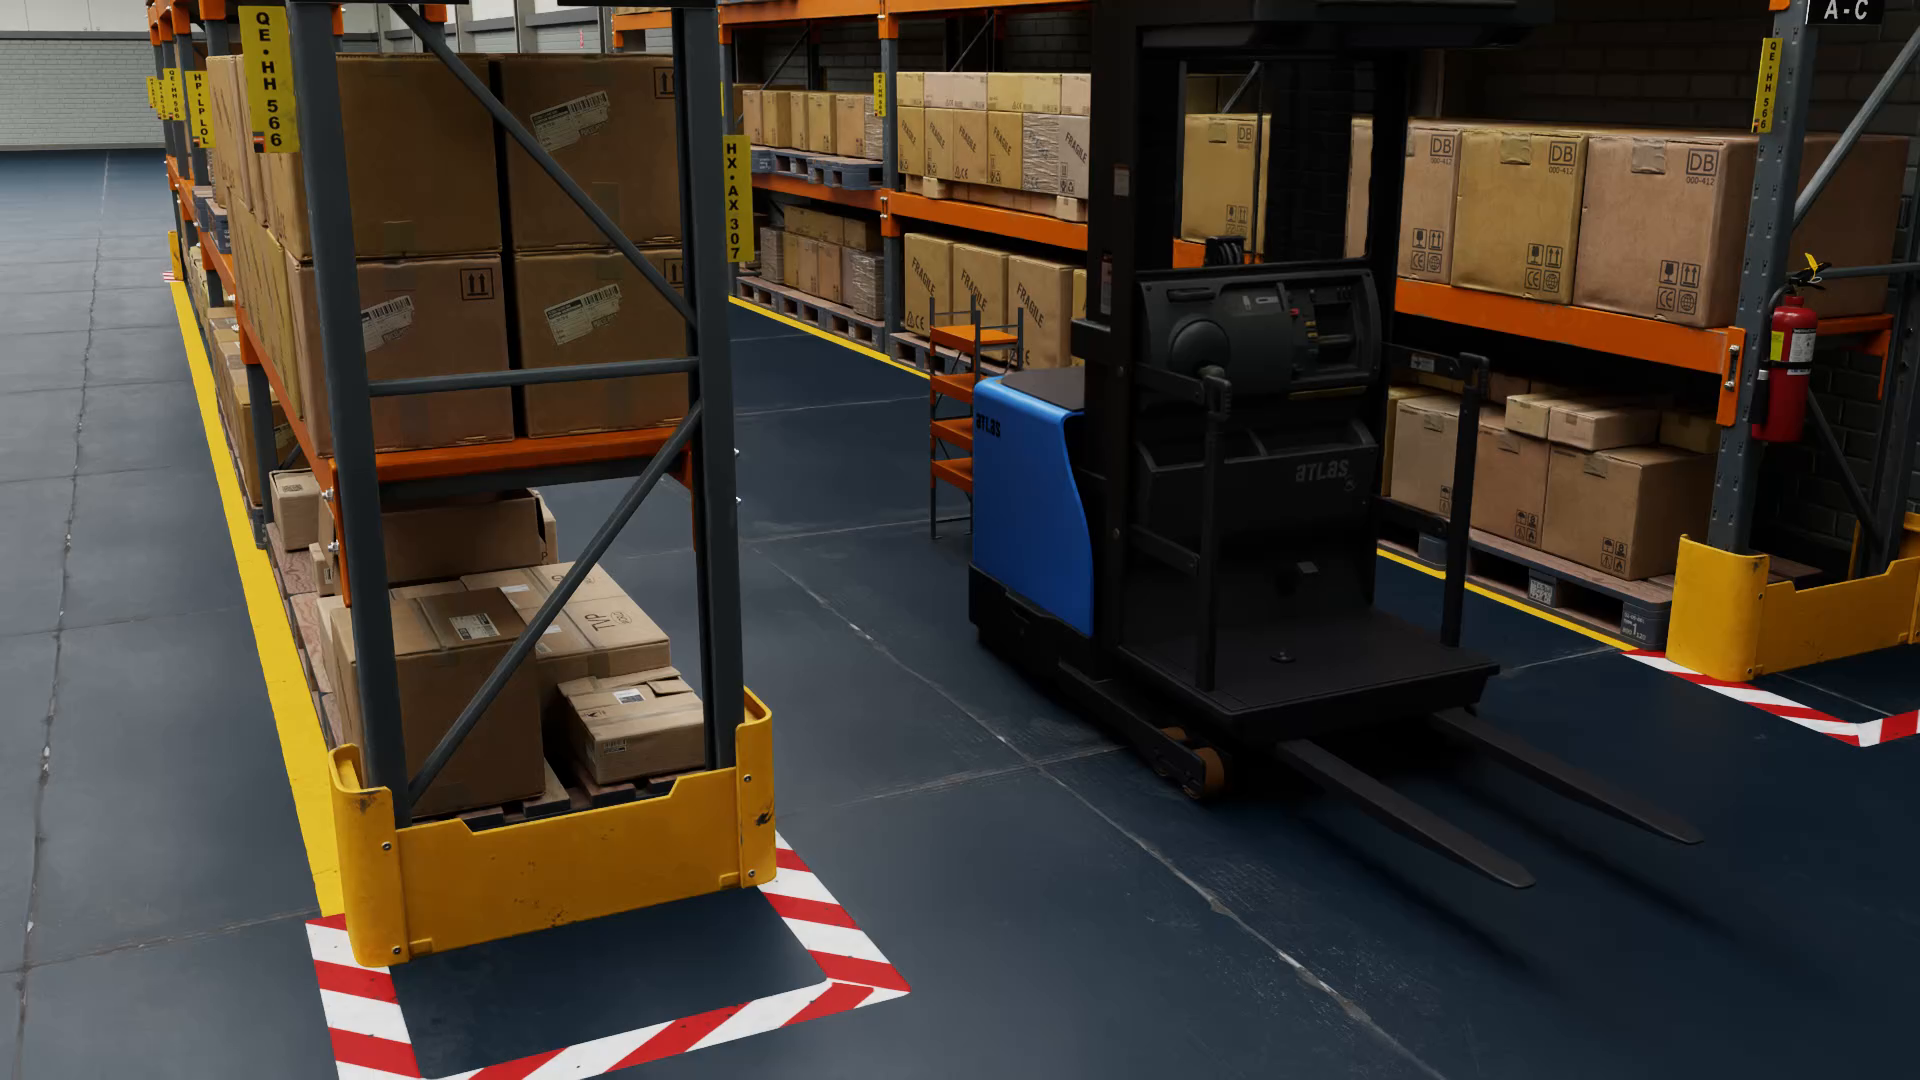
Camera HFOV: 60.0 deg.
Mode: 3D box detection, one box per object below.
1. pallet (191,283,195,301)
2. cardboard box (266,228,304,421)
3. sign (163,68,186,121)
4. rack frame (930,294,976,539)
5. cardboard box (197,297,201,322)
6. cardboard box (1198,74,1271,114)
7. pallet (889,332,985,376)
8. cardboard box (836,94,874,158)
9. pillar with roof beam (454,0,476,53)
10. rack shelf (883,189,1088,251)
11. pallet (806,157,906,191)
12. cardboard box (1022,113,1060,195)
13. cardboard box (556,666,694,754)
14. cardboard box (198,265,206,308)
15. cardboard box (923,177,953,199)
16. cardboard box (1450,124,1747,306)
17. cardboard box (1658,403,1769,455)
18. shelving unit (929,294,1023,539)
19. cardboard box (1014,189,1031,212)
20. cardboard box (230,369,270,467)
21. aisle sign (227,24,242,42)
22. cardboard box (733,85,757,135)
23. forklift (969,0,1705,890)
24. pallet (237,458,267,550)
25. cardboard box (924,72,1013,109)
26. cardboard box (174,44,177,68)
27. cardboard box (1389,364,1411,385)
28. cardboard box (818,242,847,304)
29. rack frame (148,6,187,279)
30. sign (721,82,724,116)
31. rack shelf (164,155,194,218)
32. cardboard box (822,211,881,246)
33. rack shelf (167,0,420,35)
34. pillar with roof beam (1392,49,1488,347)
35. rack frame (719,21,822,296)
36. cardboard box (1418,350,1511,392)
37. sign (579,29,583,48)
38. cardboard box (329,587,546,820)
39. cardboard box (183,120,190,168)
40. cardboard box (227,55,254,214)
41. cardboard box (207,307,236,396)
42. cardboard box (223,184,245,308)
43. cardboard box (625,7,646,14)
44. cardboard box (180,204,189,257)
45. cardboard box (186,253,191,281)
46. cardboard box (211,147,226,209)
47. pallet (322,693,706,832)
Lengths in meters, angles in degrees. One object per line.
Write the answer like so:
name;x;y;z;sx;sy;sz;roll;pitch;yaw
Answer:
pallet;-7.186;-2.551;16.757;1.003;0.211;1.213;-8;18;-25
cardboard box;-1.751;-0.665;4.948;0.500;0.500;0.500;-7;18;-24
sign;-5.082;-2.883;10.759;0.100;0.325;0.005;-8;18;-25
rack frame;-0.034;-0.596;8.153;0.240;1.200;0.015;-8;18;-25
cardboard box;-6.160;-2.009;14.038;0.500;0.250;0.500;-7;18;-24
cardboard box;1.652;-2.709;10.135;0.500;0.250;0.500;-7;17;-23
pallet;0.145;-1.449;12.916;1.003;0.211;1.213;-8;18;-25
cardboard box;-0.617;-3.504;14.044;0.700;0.500;0.500;-10;19;-30
pillar with roof beam;-14.309;-11.735;32.829;9.100;9.000;0.400;-8;18;-25
rack shelf;0.743;-2.152;11.616;1.077;0.370;4.000;-8;18;-25
pallet;-0.541;-3.065;13.842;1.213;0.211;1.003;-8;18;-25
cardboard box;0.746;-2.537;10.898;0.500;0.500;0.500;-8;18;-25
cardboard box;-1.064;0.533;5.296;0.380;0.166;0.250;-8;18;-25
cardboard box;-5.705;-2.022;13.066;0.500;0.311;0.500;-7;17;-23
cardboard box;-0.054;-2.633;12.408;0.380;0.149;0.250;-7;17;-23
cardboard box;2.811;-1.459;7.351;0.980;0.700;0.700;-8;18;-25
cardboard box;3.210;-0.477;7.069;0.380;0.149;0.250;-8;18;-25
shelving unit;0.072;-0.536;7.942;0.258;1.200;0.503;-8;18;-25
cardboard box;0.594;-2.328;11.344;0.380;0.149;0.250;-7;17;-23
cardboard box;-3.515;-0.624;8.720;0.500;0.500;0.500;-8;18;-25
aisle sign;-7.854;-5.679;17.890;0.394;0.787;0.004;-8;18;-25
cardboard box;-2.370;-4.363;16.894;0.500;0.500;0.500;-8;18;-25
forklift;1.114;-0.711;5.415;1.130;2.935;3.031;-7;18;-24
pallet;-3.222;-0.259;8.771;1.003;0.211;1.213;-8;18;-25
cardboard box;0.070;-3.278;12.119;0.500;0.250;0.500;-8;18;-26
cardboard box;-7.196;-4.540;16.101;0.700;0.500;0.500;-8;18;-25
cardboard box;2.070;-0.880;8.473;0.380;0.149;0.250;-8;18;-26
cardboard box;-0.859;-2.437;15.040;0.700;0.500;0.500;-8;18;-25
rack frame;-8.089;-4.378;18.068;1.000;3.000;0.127;-8;18;-25
sign;-2.370;-4.334;16.346;0.100;0.325;0.005;-8;18;-25
rack shelf;-7.213;-3.536;16.439;1.077;0.370;4.000;-8;18;-25
cardboard box;-0.918;-2.812;14.987;0.500;0.250;0.500;-8;18;-25
rack shelf;-3.708;-2.994;9.113;1.077;0.370;4.000;-8;18;-25
pillar with roof beam;-1.166;-4.296;6.908;9.100;9.000;0.400;-8;18;-25
rack frame;-1.885;-3.986;16.701;1.000;3.000;0.127;-8;18;-25
cardboard box;2.542;-0.854;8.382;0.380;0.149;0.250;-8;18;-26
sign;-6.144;-8.142;26.981;0.001;0.298;0.199;-8;18;-25
cardboard box;-1.539;0.474;4.893;0.500;0.500;0.500;-8;18;-25
cardboard box;-7.215;-3.925;16.309;0.700;0.500;0.500;-7;17;-23
cardboard box;-2.200;-1.397;5.686;0.500;0.500;0.500;-7;17;-23
cardboard box;-4.642;-1.257;10.926;0.500;0.500;0.500;-7;17;-23
cardboard box;-2.854;-1.291;7.130;0.500;0.500;0.500;-7;17;-23
cardboard box;-3.513;-6.226;18.854;0.500;0.500;0.500;-6;17;-21
cardboard box;-7.399;-3.086;16.432;0.500;0.500;0.500;-8;18;-25
cardboard box;-7.398;-2.726;16.536;0.500;0.250;0.500;-8;18;-25
cardboard box;-3.661;-2.083;9.128;0.700;0.500;0.500;-13;21;-39
pallet;-1.463;0.714;5.382;1.003;0.211;1.213;-8;18;-25
